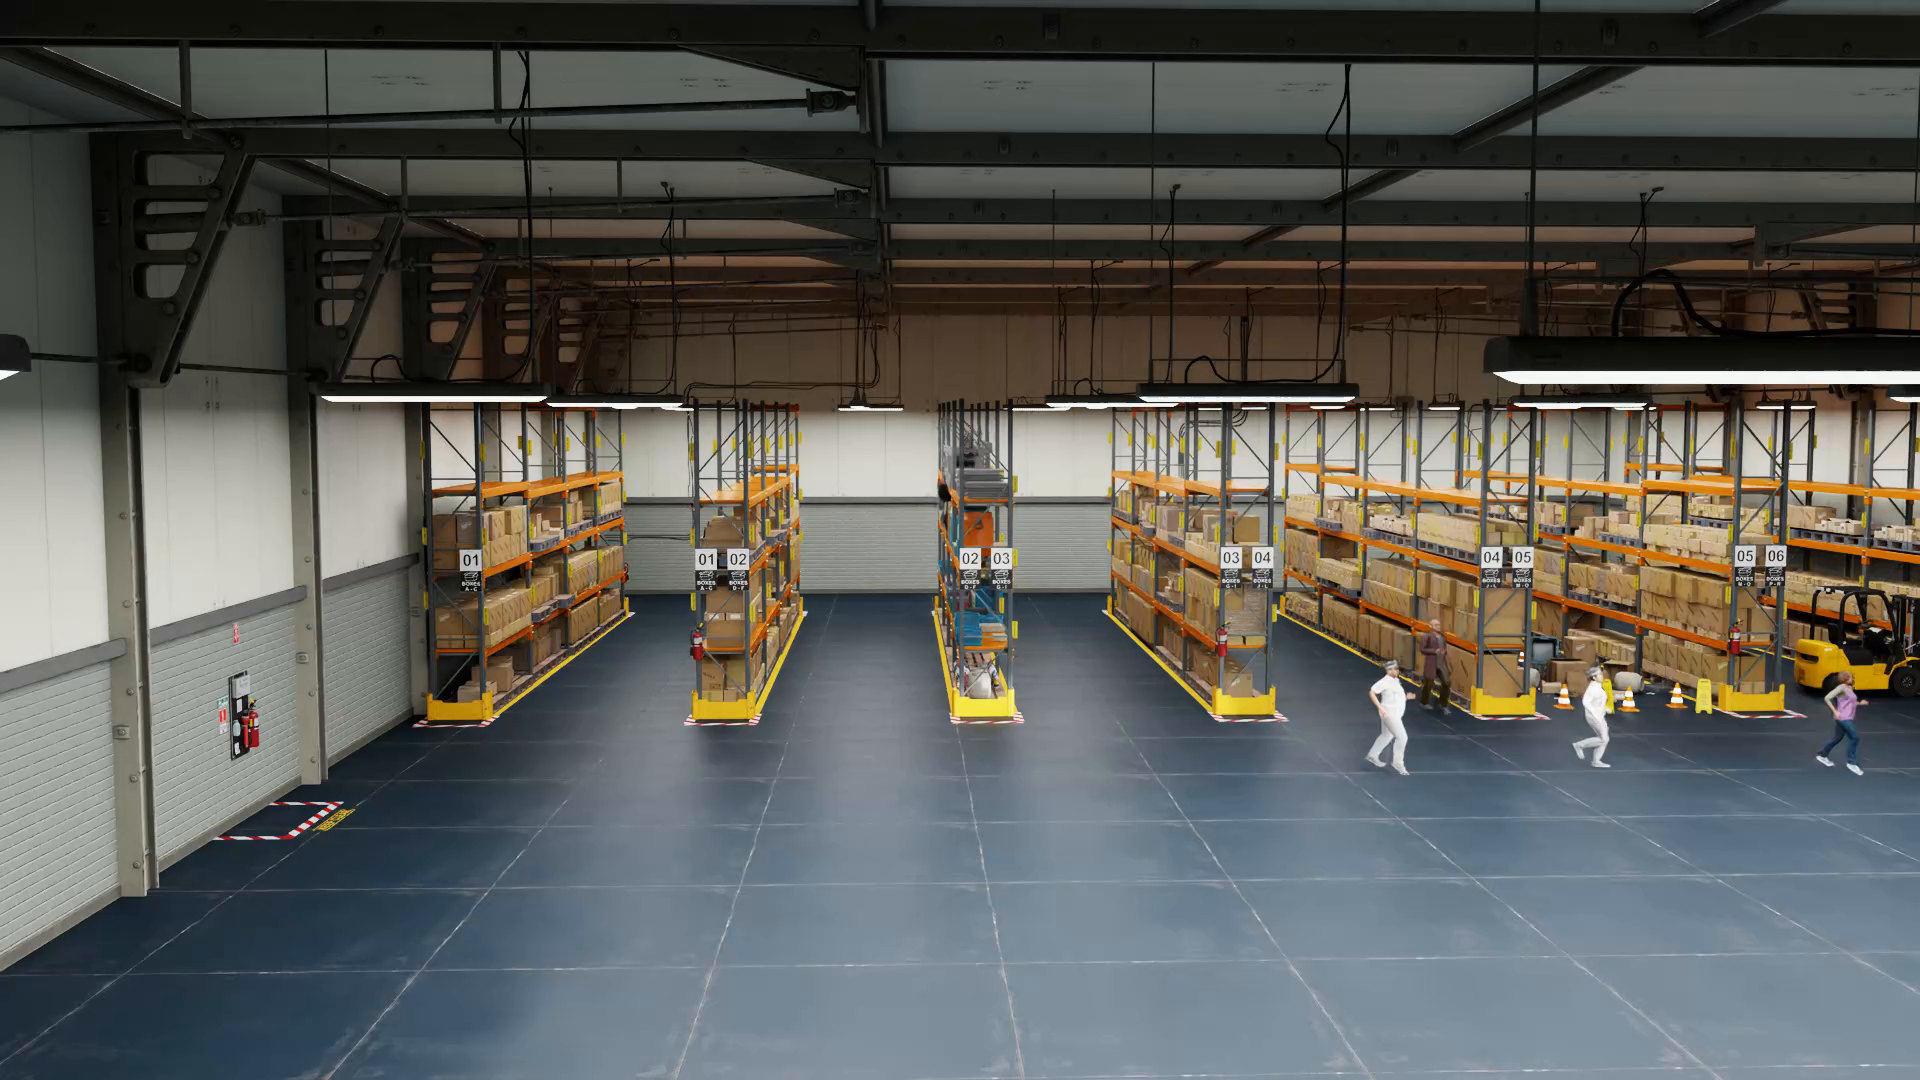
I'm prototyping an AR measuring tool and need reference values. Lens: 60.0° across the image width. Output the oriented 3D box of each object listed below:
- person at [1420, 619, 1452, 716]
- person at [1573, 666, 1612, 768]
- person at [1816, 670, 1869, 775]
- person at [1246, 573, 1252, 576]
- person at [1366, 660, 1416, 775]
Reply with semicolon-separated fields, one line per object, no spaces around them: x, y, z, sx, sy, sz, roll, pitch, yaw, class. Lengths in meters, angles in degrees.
9.070;2.426;31.733;0.716;1.840;0.798;-1;5;-17;person
10.248;2.856;26.921;0.567;1.645;0.629;2;5;28;person
14.099;2.898;26.575;0.737;1.643;0.510;3;5;38;person
8.045;1.278;47.216;0.712;1.780;0.883;1;5;19;person
6.886;2.825;26.571;0.782;1.849;0.637;2;5;27;person
